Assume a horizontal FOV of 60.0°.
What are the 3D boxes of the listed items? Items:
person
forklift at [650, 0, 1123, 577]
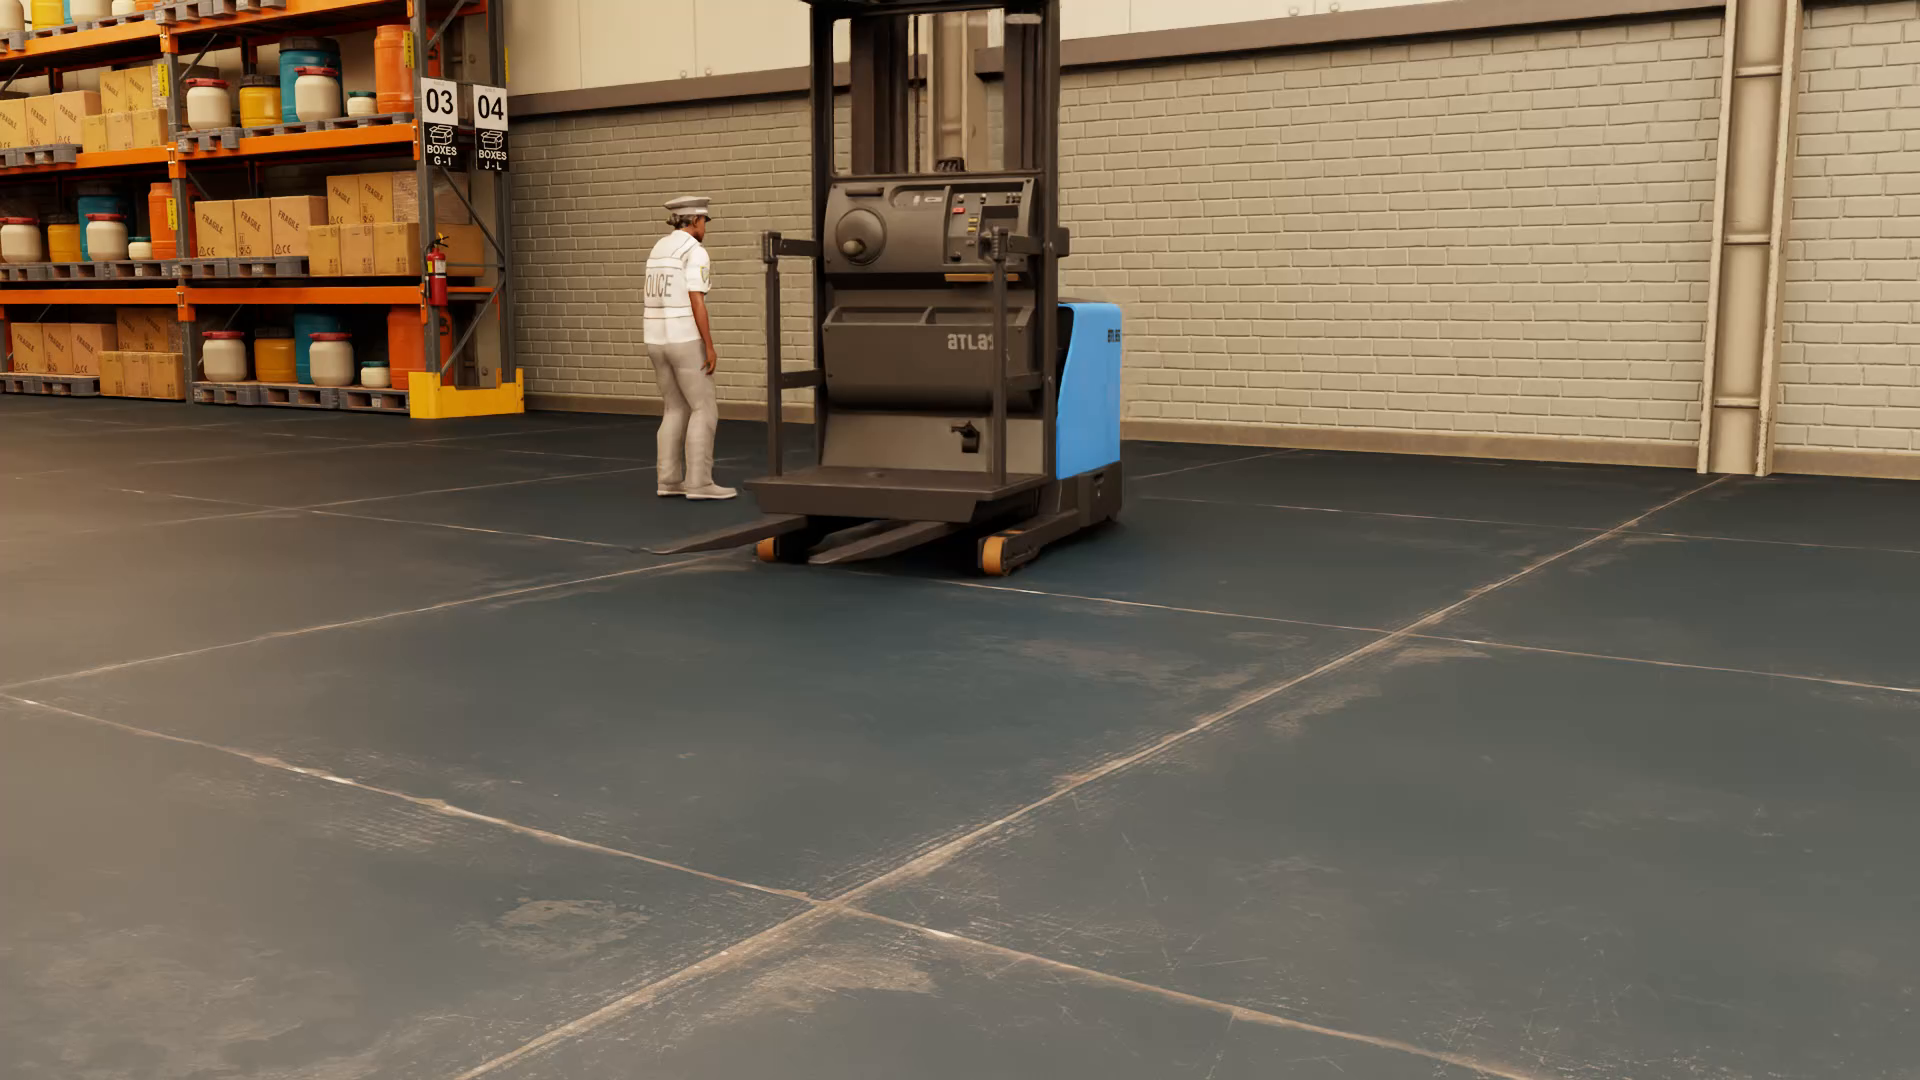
[{"bbox_3d":[-1.518,-1.059,9.175,0.397,1.656,0.512,-8,11,-44],"label":"person"},{"bbox_3d":[-0.211,-1.370,6.827,1.130,2.935,3.031,3,9,21],"label":"forklift"}]
